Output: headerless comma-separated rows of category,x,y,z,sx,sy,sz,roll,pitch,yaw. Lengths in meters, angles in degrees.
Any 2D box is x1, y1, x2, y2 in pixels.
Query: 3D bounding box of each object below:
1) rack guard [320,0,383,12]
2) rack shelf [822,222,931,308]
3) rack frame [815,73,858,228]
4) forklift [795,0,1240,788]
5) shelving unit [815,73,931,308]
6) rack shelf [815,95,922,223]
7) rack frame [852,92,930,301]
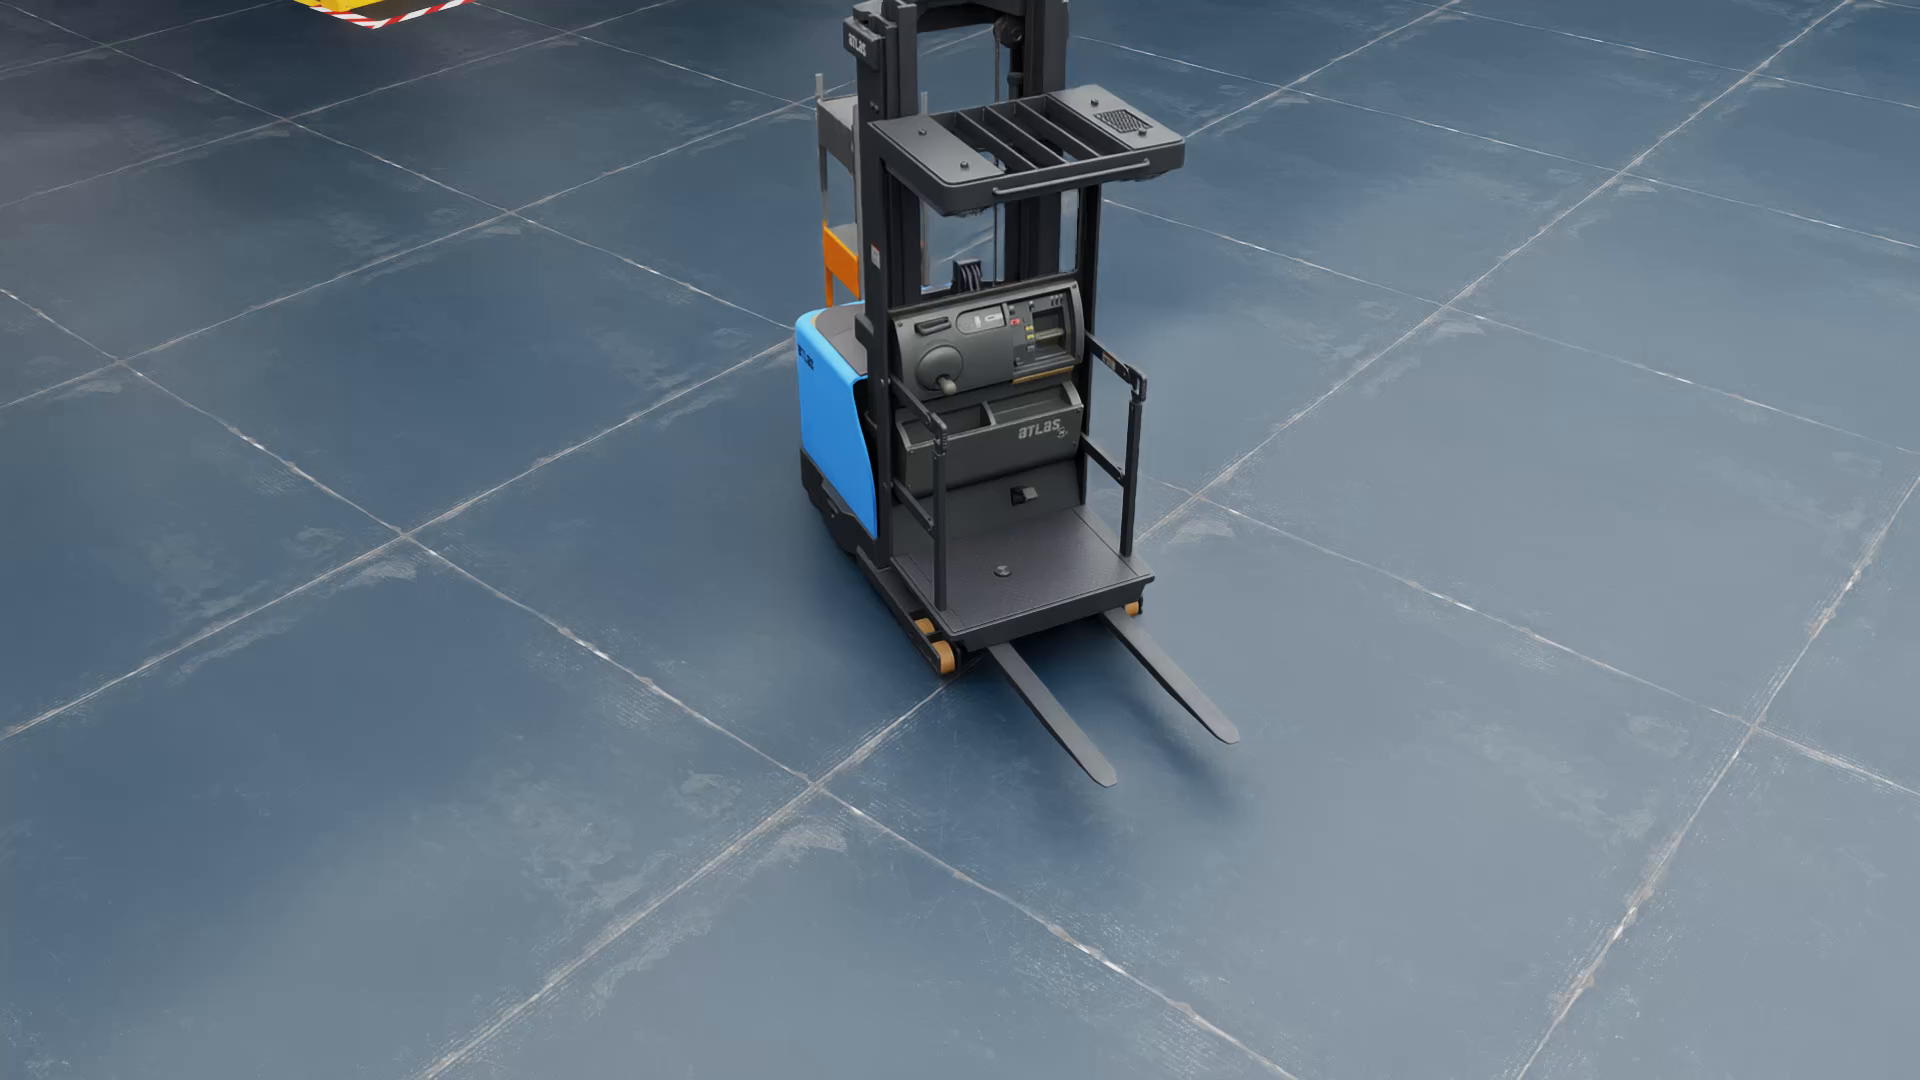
rack guard,-5.830,-5.676,16.573,0.348,0.500,1.175,25,42,32
rack shelf,-0.452,-1.429,9.000,0.431,0.518,0.480,-15,37,-21
rack frame,-0.559,-1.564,9.173,0.400,2.100,0.015,-15,37,-21
forklift,0.237,-0.856,7.407,1.130,2.935,3.031,-15,37,-21
shelving unit,-0.452,-1.440,8.992,0.431,2.100,0.503,-15,37,-21
rack shelf,-0.452,-2.006,8.604,0.431,0.518,0.480,-15,37,-21
rack frame,-0.345,-1.316,8.812,0.400,2.100,0.015,-15,37,-21
